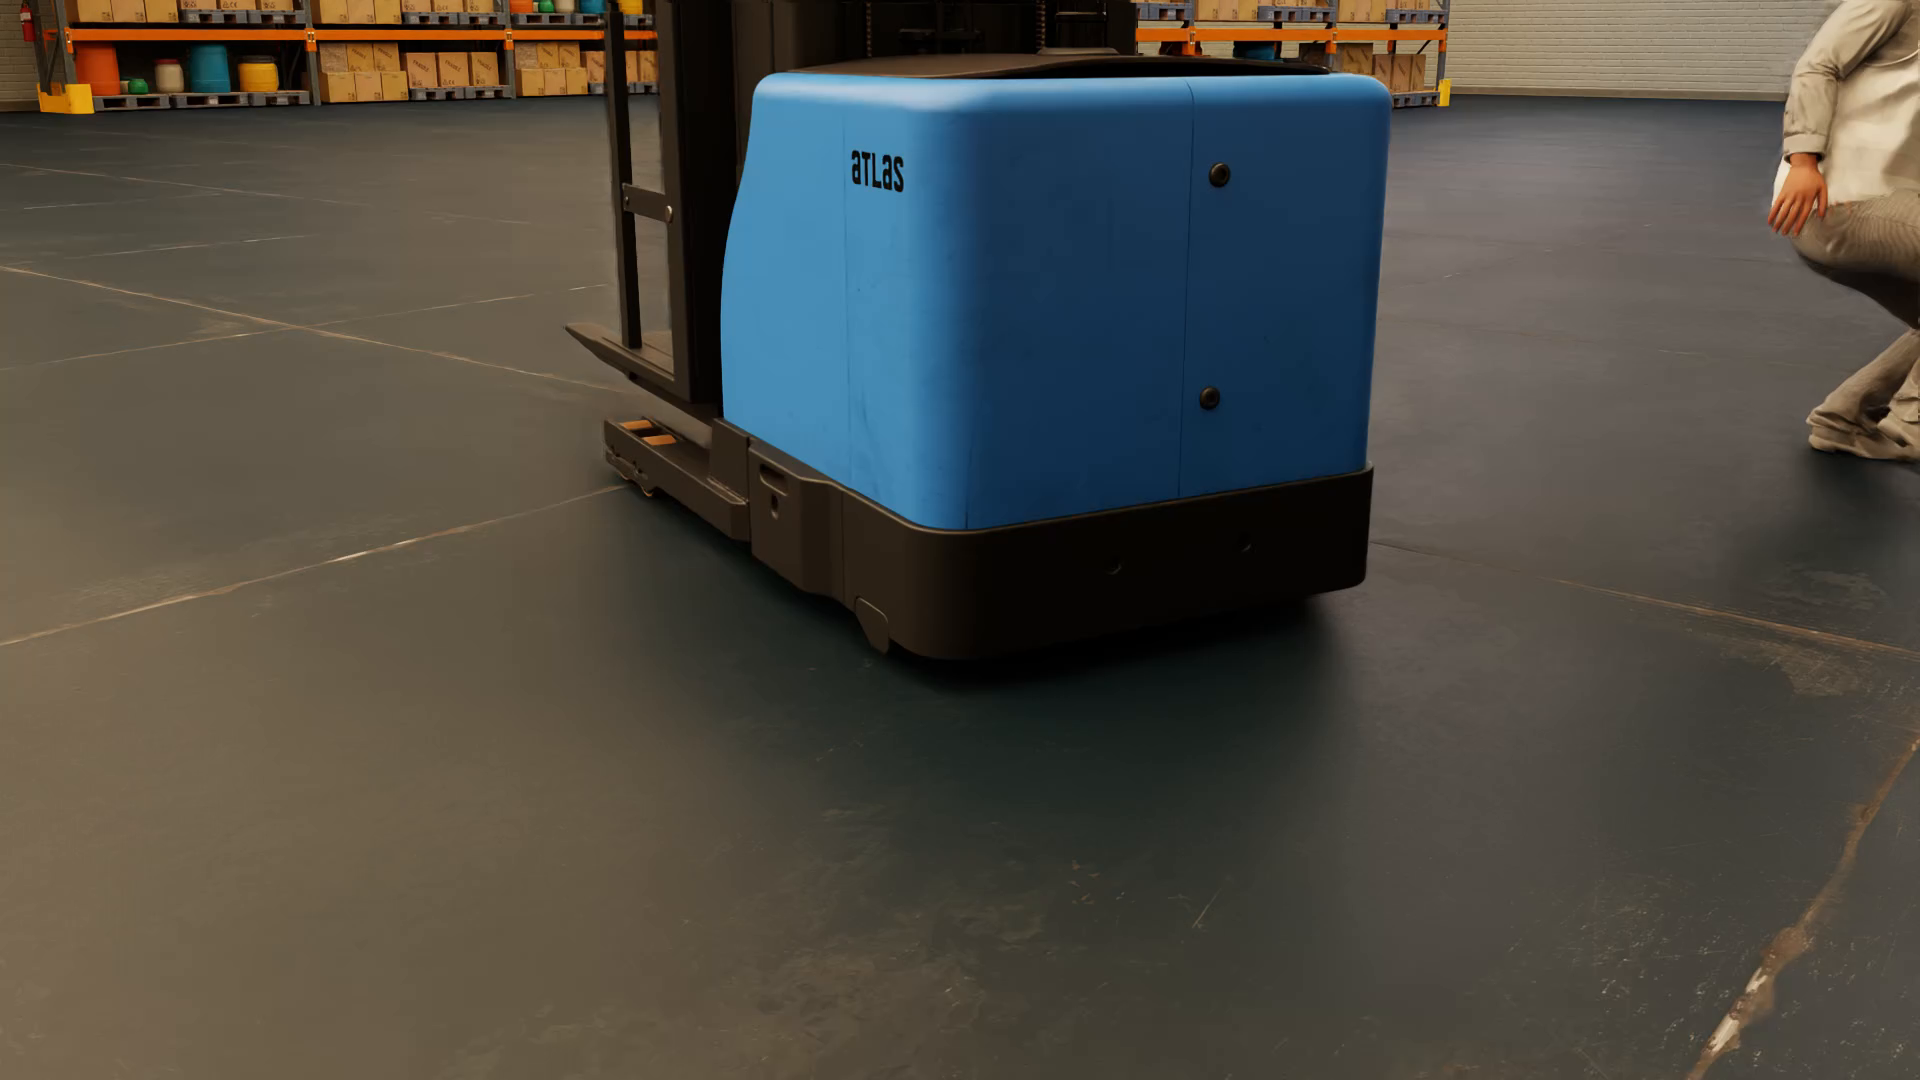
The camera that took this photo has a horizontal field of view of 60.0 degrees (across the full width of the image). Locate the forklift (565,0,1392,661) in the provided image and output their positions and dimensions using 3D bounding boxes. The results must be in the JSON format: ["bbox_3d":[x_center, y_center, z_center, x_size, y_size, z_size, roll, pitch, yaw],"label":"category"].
[{"bbox_3d":[-0.300,-1.565,4.052,1.130,2.935,3.031,-9,19,-27],"label":"forklift"}]

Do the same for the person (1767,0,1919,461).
[{"bbox_3d":[2.495,-0.889,4.297,0.688,1.547,0.772,13,21,37],"label":"person"}]
